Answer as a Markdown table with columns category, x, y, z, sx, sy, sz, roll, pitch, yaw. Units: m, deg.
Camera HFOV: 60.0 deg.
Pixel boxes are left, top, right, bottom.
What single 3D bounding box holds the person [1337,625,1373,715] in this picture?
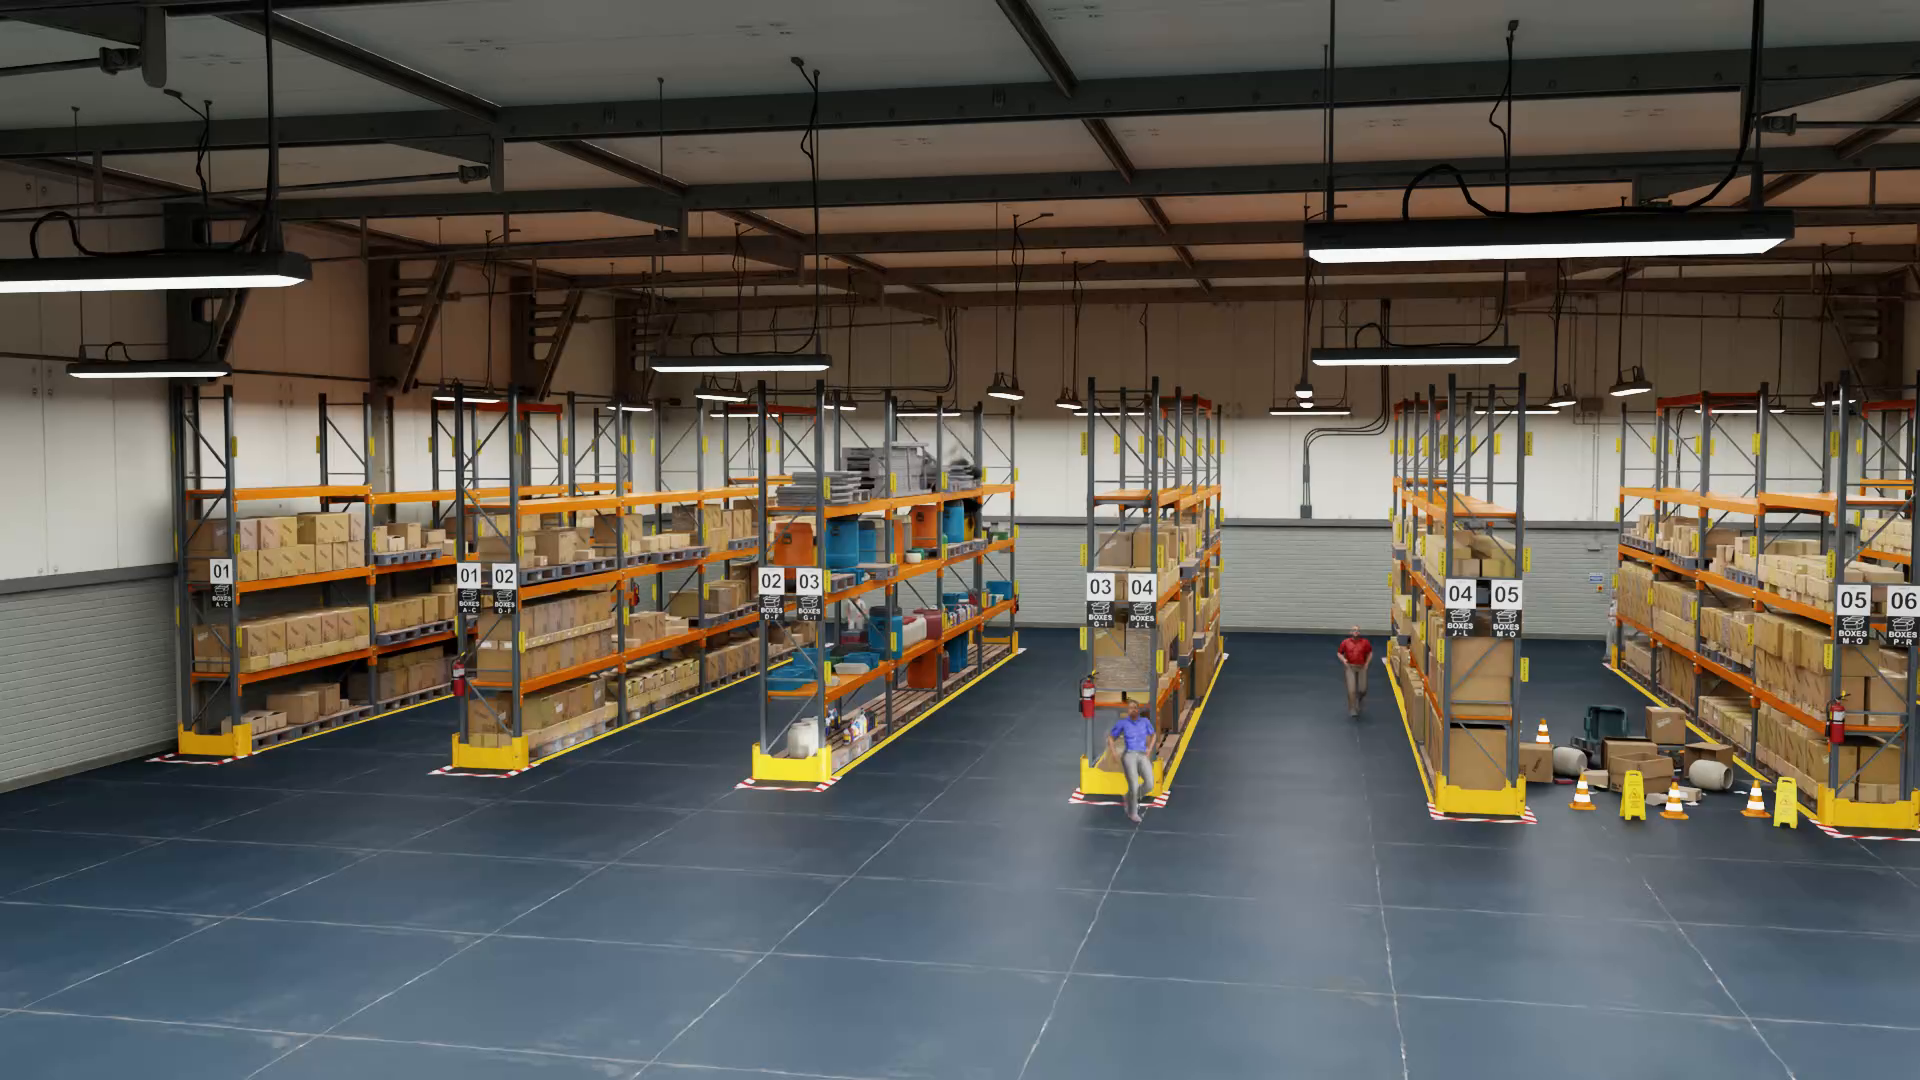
| category | x | y | z | sx | sy | sz | roll | pitch | yaw |
| --- | --- | --- | --- | --- | --- | --- | --- | --- | --- |
| person | 7.368 | 2.430 | 30.985 | 0.659 | 1.667 | 0.588 | 1 | 3 | 9 |

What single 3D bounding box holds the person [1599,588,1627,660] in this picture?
| category | x | y | z | sx | sy | sz | roll | pitch | yaw |
| --- | --- | --- | --- | --- | --- | --- | --- | --- | --- |
| person | 15.397 | 1.979 | 38.808 | 0.885 | 1.788 | 0.697 | 1 | 3 | 21 |

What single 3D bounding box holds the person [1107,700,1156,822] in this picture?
| category | x | y | z | sx | sy | sz | roll | pitch | yaw |
| --- | --- | --- | --- | --- | --- | --- | --- | --- | --- |
| person | 2.343 | 2.964 | 22.297 | 0.688 | 1.635 | 0.470 | -1 | 3 | -20 |

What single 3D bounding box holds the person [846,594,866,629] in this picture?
| category | x | y | z | sx | sy | sz | roll | pitch | yaw |
| --- | --- | --- | --- | --- | --- | --- | --- | --- | --- |
| person | -2.479 | 1.956 | 39.574 | 0.498 | 1.605 | 0.774 | 0 | 3 | 1 |
